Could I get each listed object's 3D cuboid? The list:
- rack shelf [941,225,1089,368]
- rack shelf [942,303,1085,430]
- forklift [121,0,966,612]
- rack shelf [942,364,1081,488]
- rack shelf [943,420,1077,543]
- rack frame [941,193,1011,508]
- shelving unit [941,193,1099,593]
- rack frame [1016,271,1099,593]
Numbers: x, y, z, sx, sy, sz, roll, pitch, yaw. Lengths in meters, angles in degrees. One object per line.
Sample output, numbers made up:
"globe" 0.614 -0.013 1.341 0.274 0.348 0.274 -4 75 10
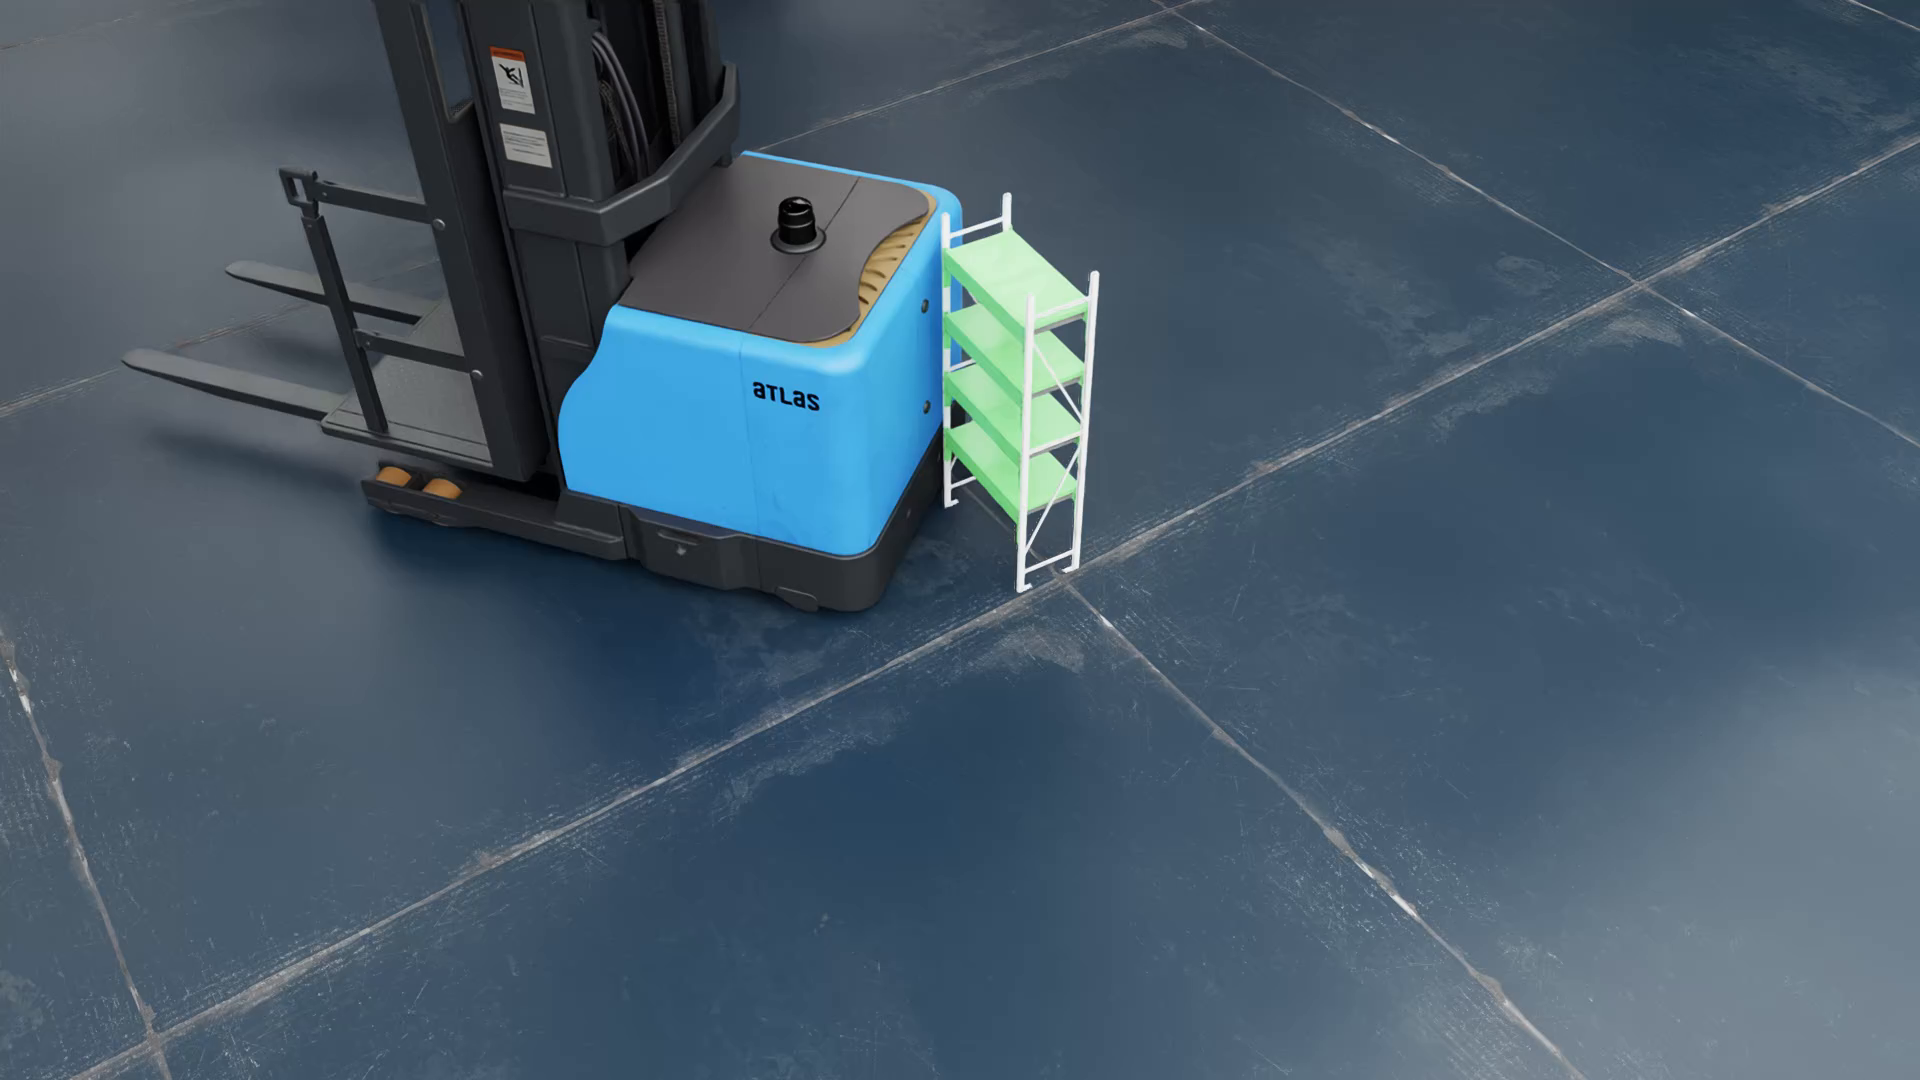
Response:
"rack shelf" 0.173 -0.749 5.063 0.258 0.148 0.480 -22 48 -21
"rack shelf" 0.173 -0.575 5.228 0.258 0.148 0.480 -22 48 -21
"forklift" -1.553 -1.439 5.134 3.031 2.935 1.130 13 45 14
"rack shelf" 0.173 -0.401 5.394 0.258 0.148 0.480 -22 48 -21
"rack shelf" 0.173 -0.228 5.560 0.258 0.148 0.480 -22 48 -21
"rack frame" 0.051 -0.593 5.502 0.240 1.200 0.015 -22 48 -21
"shelving unit" 0.173 -0.448 5.350 0.258 1.200 0.503 -22 48 -21
"rack frame" 0.296 -0.302 5.198 0.240 1.200 0.015 -22 48 -21
